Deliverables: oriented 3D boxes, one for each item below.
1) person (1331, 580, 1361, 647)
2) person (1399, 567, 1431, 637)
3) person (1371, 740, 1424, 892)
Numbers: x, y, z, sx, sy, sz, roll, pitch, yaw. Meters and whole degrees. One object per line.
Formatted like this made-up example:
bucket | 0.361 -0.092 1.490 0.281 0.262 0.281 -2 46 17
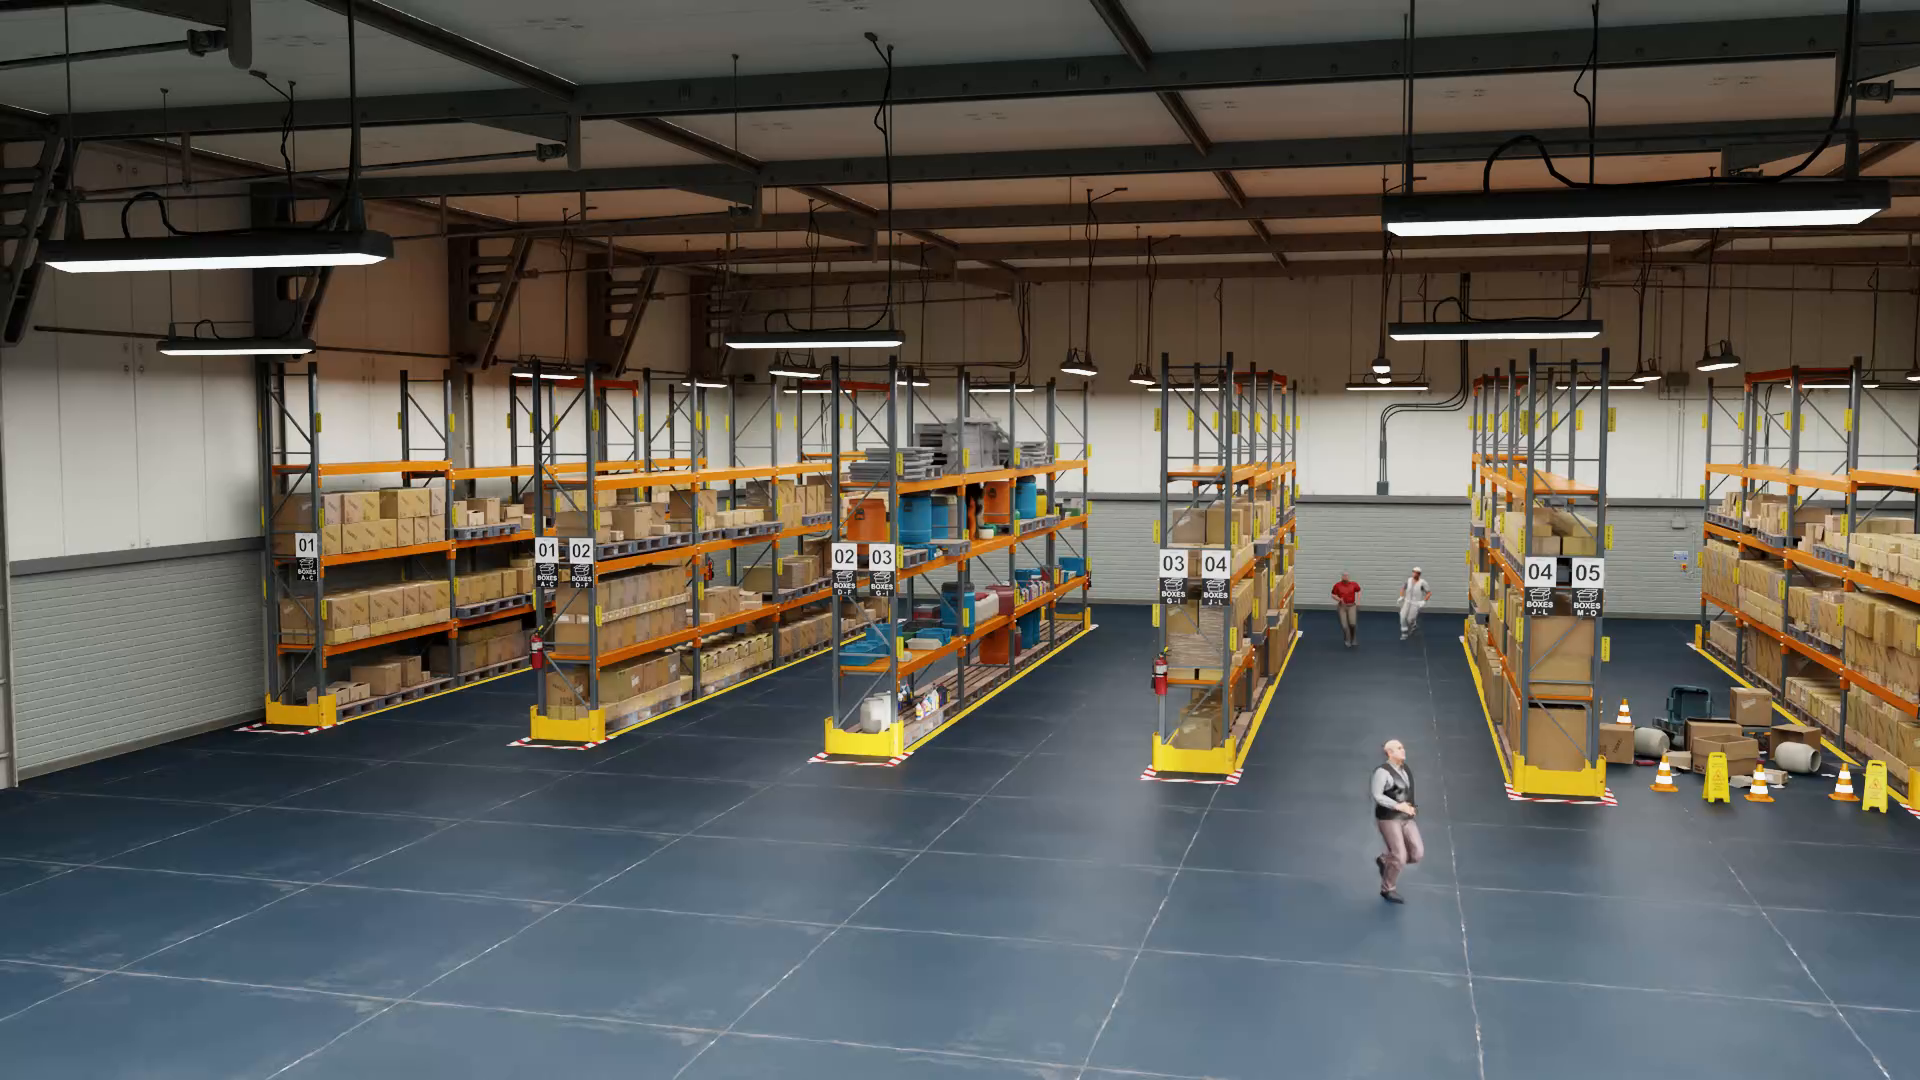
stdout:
person | 8.614 1.642 37.183 0.616 1.522 0.594 1 4 14
person | 10.381 1.434 38.096 0.708 1.649 0.515 3 5 41
person | 4.596 2.905 17.439 0.698 1.621 0.550 -4 5 -41
